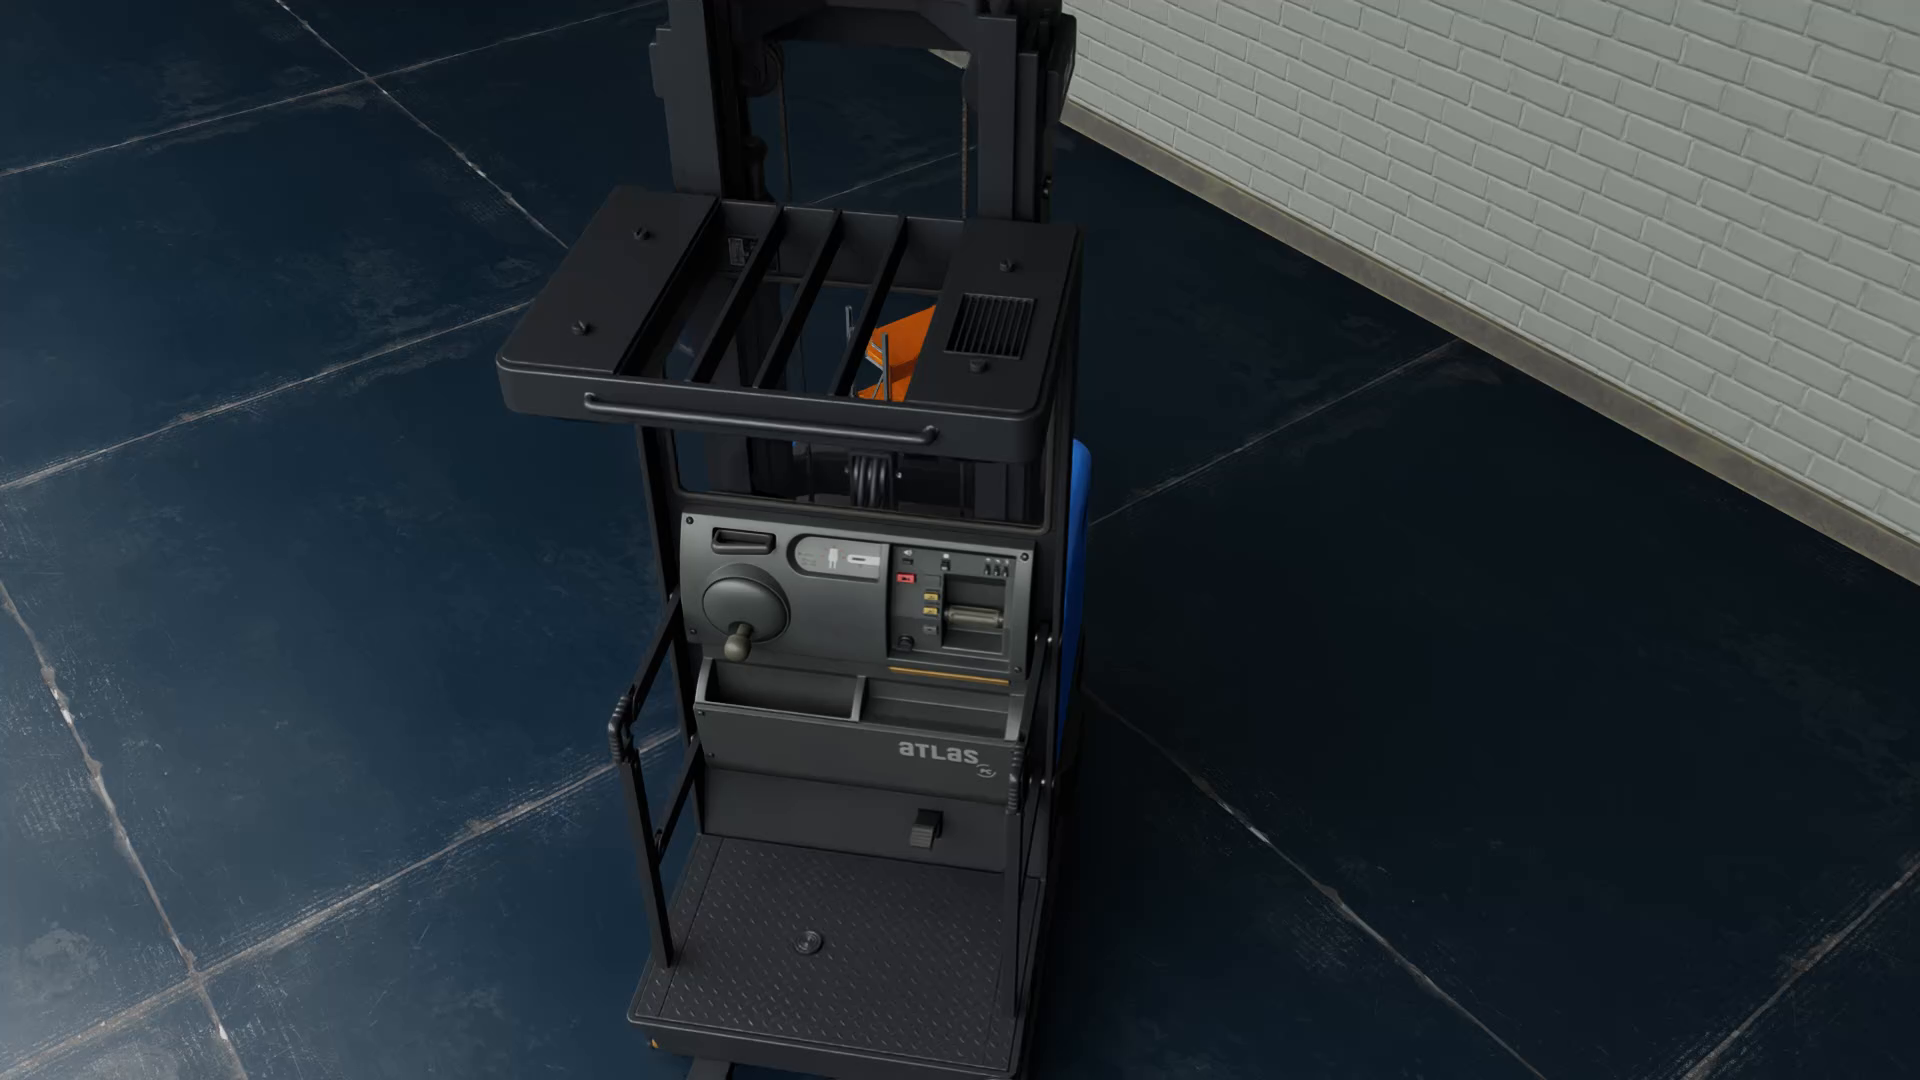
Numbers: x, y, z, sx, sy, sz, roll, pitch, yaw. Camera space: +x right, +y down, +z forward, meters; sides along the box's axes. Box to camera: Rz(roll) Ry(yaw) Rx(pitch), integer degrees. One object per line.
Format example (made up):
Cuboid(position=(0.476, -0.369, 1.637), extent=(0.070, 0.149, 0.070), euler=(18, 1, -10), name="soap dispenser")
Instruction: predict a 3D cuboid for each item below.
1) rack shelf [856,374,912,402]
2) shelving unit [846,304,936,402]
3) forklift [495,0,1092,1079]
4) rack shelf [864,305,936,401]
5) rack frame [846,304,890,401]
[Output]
Cuboid(position=(-0.131, -0.521, 6.192), extent=(0.480, 0.148, 0.258), euler=(-26, 46, -28), name="rack shelf")
Cuboid(position=(-0.131, -0.400, 6.291), extent=(0.503, 1.200, 0.258), euler=(-26, 46, -28), name="shelving unit")
Cuboid(position=(-0.308, 0.225, 4.164), extent=(1.130, 2.935, 3.031), euler=(6, 40, 7), name="forklift")
Cuboid(position=(-0.131, -0.704, 6.042), extent=(0.480, 0.148, 0.258), euler=(-26, 46, -28), name="rack shelf")
Cuboid(position=(-0.325, -0.306, 6.177), extent=(0.015, 1.200, 0.240), euler=(-26, 46, -28), name="rack frame")
